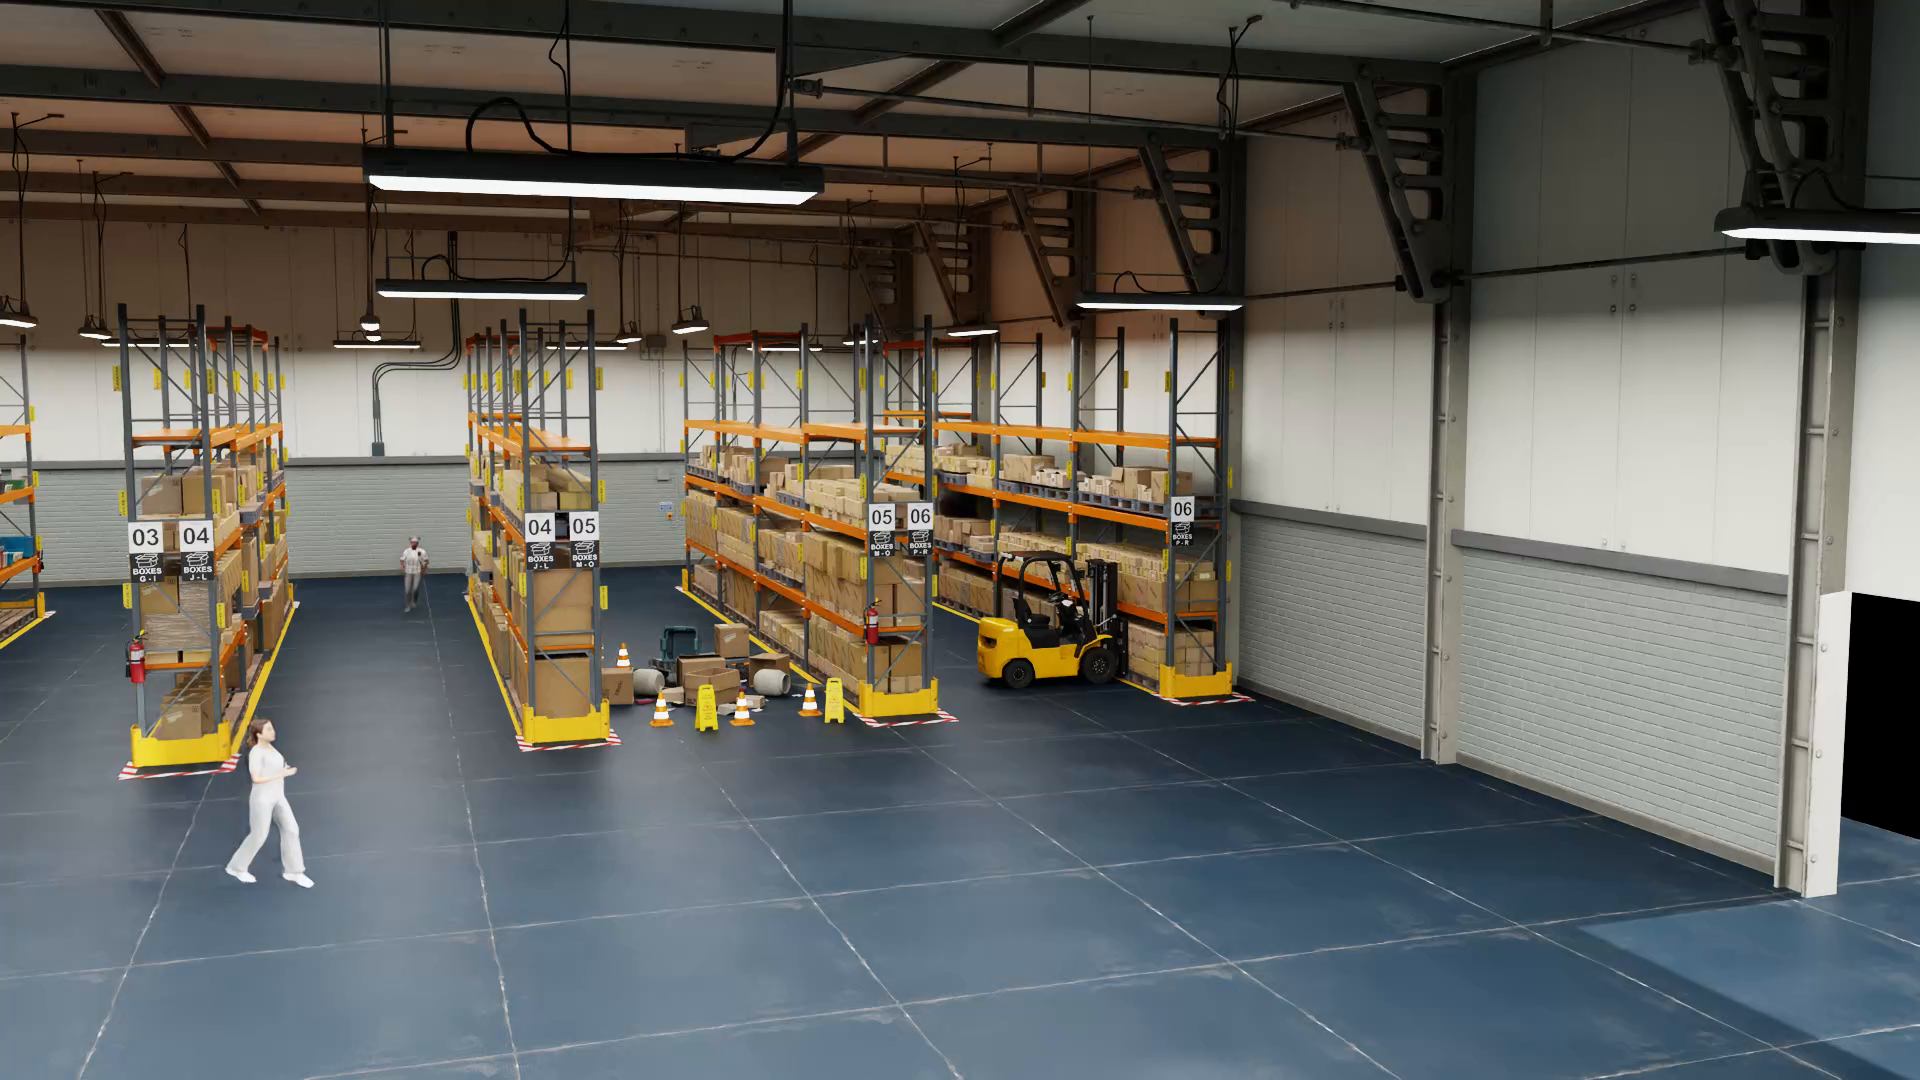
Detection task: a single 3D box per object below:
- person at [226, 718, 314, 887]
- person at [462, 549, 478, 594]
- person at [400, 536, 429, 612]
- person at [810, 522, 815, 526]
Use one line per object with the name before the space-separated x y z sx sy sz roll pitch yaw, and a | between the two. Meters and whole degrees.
person | -6.854 2.599 16.423 0.841 1.705 0.555 1 5 6
person | -11.343 0.473 39.347 0.784 1.640 0.658 -4 7 -38
person | -11.938 0.738 36.351 0.591 1.663 0.491 -1 6 -10
person | -3.767 0.262 38.917 0.675 1.637 0.750 -3 6 -33
